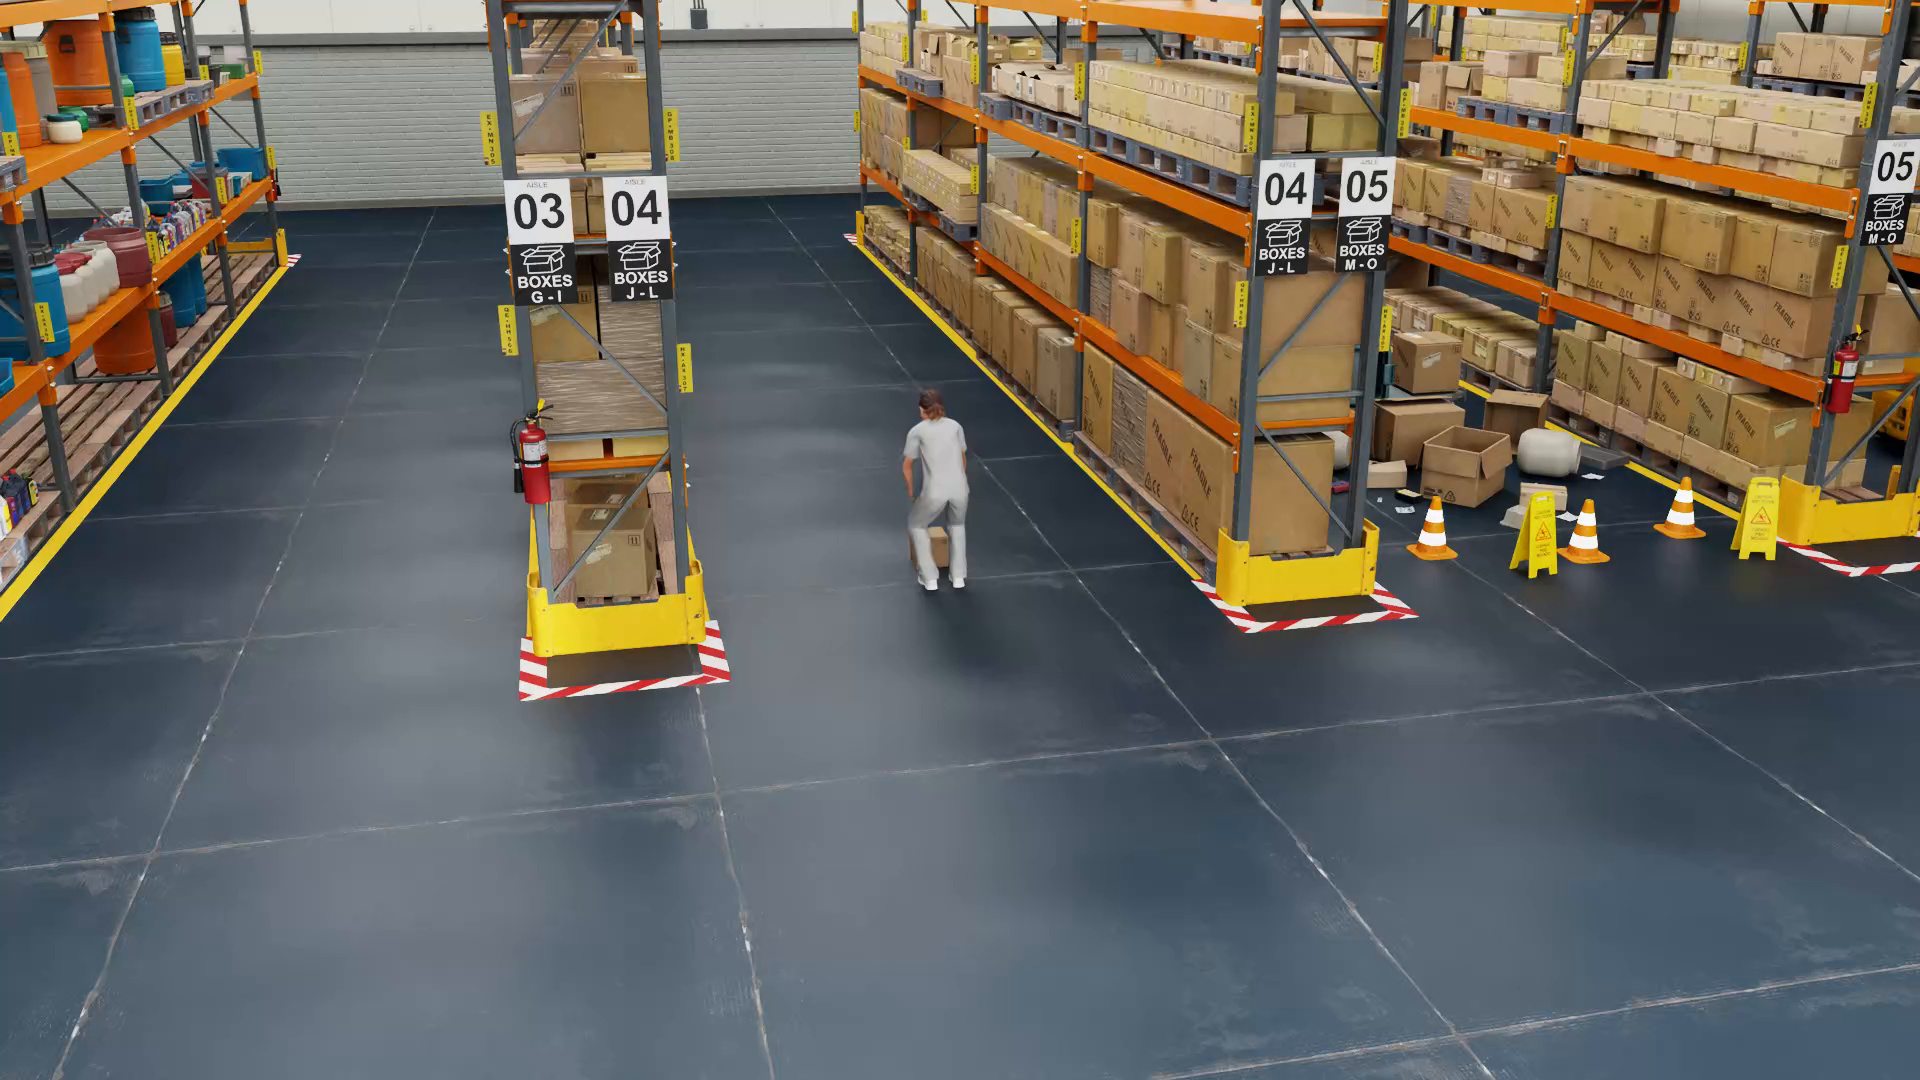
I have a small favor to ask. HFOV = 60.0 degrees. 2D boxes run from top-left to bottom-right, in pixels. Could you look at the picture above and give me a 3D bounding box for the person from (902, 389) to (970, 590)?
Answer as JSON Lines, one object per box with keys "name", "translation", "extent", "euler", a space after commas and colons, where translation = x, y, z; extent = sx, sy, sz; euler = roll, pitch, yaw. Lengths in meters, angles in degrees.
{"name": "person", "translation": [-0.178, -0.367, 12.415], "extent": [0.488, 1.469, 0.575], "euler": [-4, 20, -12]}
